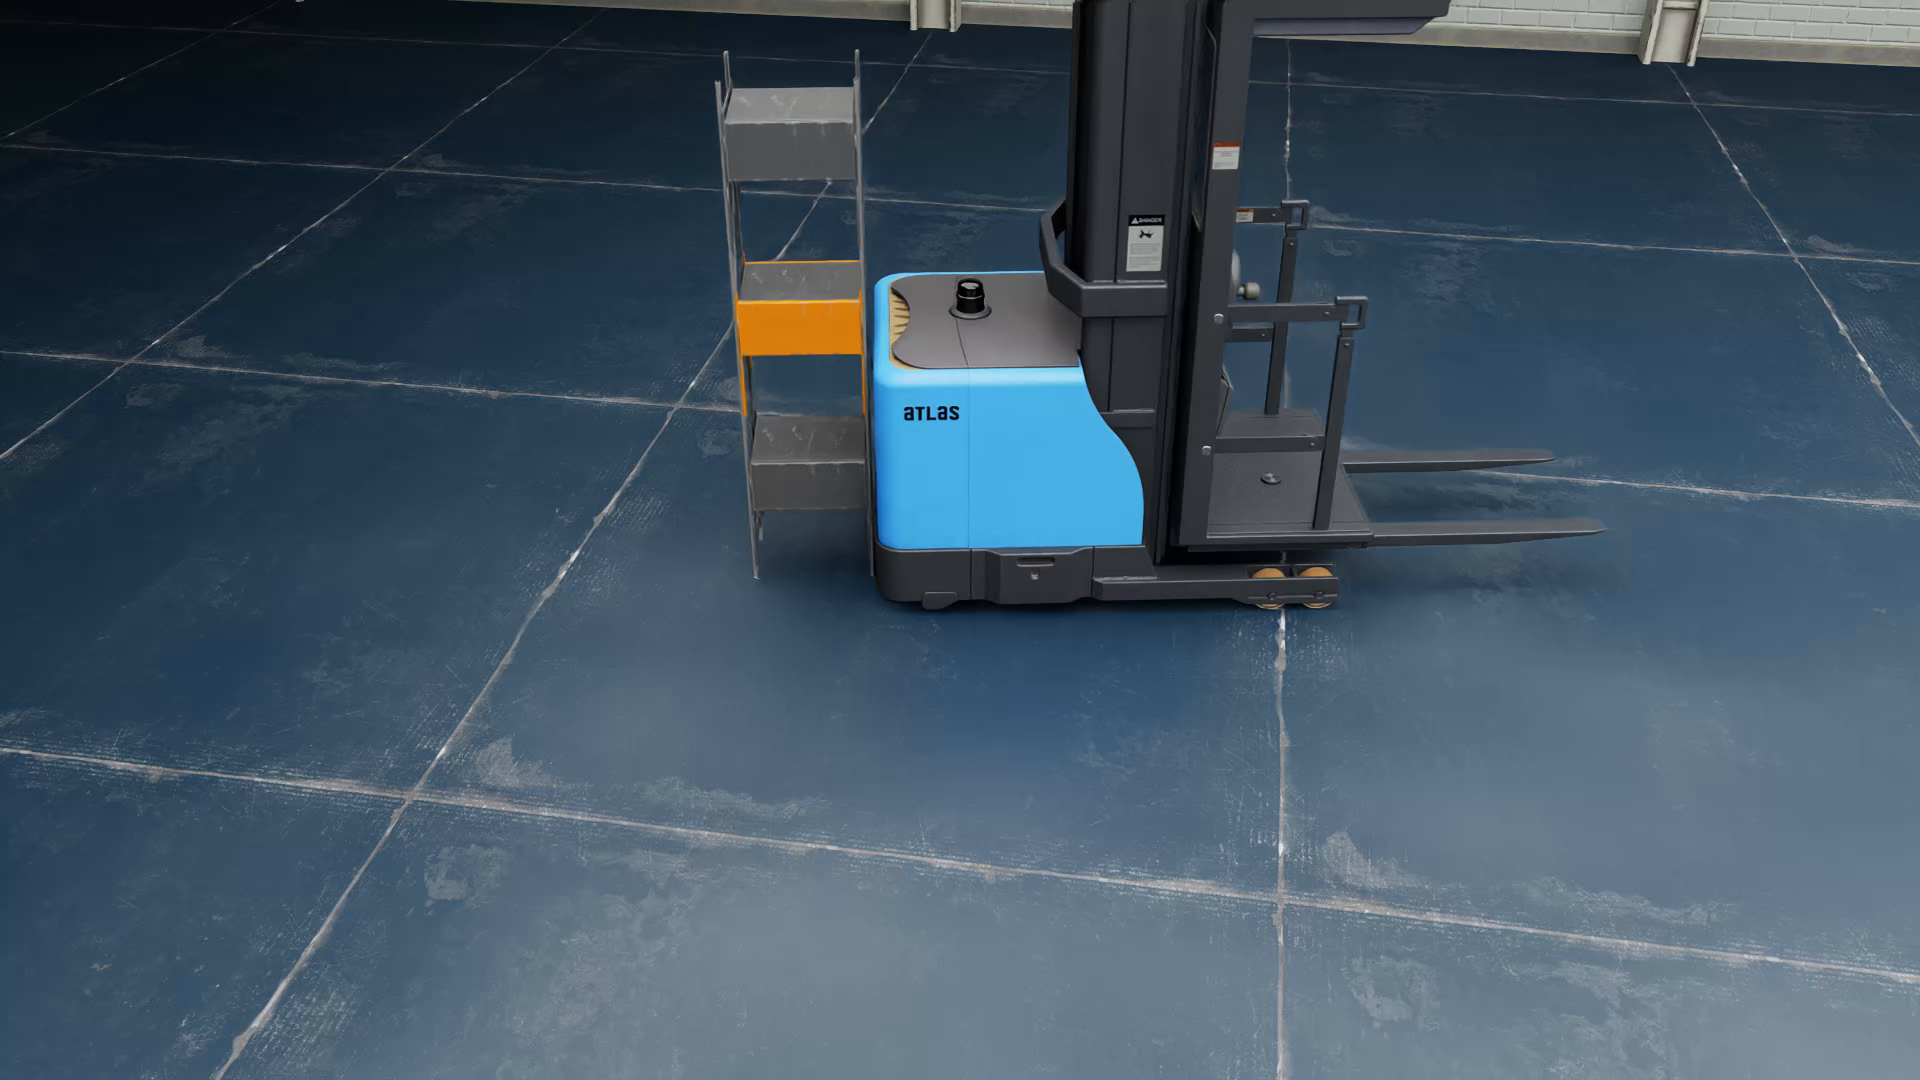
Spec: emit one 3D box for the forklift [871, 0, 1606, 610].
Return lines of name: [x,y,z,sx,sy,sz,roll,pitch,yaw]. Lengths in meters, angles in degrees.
forklift: [1.156,-1.240,6.468,3.031,2.935,1.130,-1,32,-2]

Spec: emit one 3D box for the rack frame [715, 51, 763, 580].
rack frame: [-0.865,-0.828,6.593,0.015,2.100,0.400,-1,32,-2]

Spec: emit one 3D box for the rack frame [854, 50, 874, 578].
rack frame: [-0.377,-0.838,6.610,0.015,2.100,0.400,-1,32,-2]

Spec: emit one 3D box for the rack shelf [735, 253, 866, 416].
rack shelf: [-0.621,-0.821,6.609,0.480,0.518,0.431,-1,32,-2]

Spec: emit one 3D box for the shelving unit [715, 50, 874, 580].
shelving unit: [-0.621,-0.833,6.602,0.503,2.100,0.431,-1,32,-2]

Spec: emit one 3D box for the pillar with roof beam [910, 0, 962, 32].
pillar with roof beam: [-0.930,-5.988,8.336,0.400,9.000,9.100,5,32,8]

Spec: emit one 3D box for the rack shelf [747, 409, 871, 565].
rack shelf: [-0.621,-0.228,6.980,0.480,0.518,0.431,-1,32,-2]

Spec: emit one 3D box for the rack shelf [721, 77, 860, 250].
rack shelf: [-0.621,-1.415,6.238,0.480,0.518,0.431,-1,32,-2]

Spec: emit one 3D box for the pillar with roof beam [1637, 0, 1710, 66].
pillar with roof beam: [4.984,-5.453,7.480,0.400,9.000,9.100,5,32,8]
